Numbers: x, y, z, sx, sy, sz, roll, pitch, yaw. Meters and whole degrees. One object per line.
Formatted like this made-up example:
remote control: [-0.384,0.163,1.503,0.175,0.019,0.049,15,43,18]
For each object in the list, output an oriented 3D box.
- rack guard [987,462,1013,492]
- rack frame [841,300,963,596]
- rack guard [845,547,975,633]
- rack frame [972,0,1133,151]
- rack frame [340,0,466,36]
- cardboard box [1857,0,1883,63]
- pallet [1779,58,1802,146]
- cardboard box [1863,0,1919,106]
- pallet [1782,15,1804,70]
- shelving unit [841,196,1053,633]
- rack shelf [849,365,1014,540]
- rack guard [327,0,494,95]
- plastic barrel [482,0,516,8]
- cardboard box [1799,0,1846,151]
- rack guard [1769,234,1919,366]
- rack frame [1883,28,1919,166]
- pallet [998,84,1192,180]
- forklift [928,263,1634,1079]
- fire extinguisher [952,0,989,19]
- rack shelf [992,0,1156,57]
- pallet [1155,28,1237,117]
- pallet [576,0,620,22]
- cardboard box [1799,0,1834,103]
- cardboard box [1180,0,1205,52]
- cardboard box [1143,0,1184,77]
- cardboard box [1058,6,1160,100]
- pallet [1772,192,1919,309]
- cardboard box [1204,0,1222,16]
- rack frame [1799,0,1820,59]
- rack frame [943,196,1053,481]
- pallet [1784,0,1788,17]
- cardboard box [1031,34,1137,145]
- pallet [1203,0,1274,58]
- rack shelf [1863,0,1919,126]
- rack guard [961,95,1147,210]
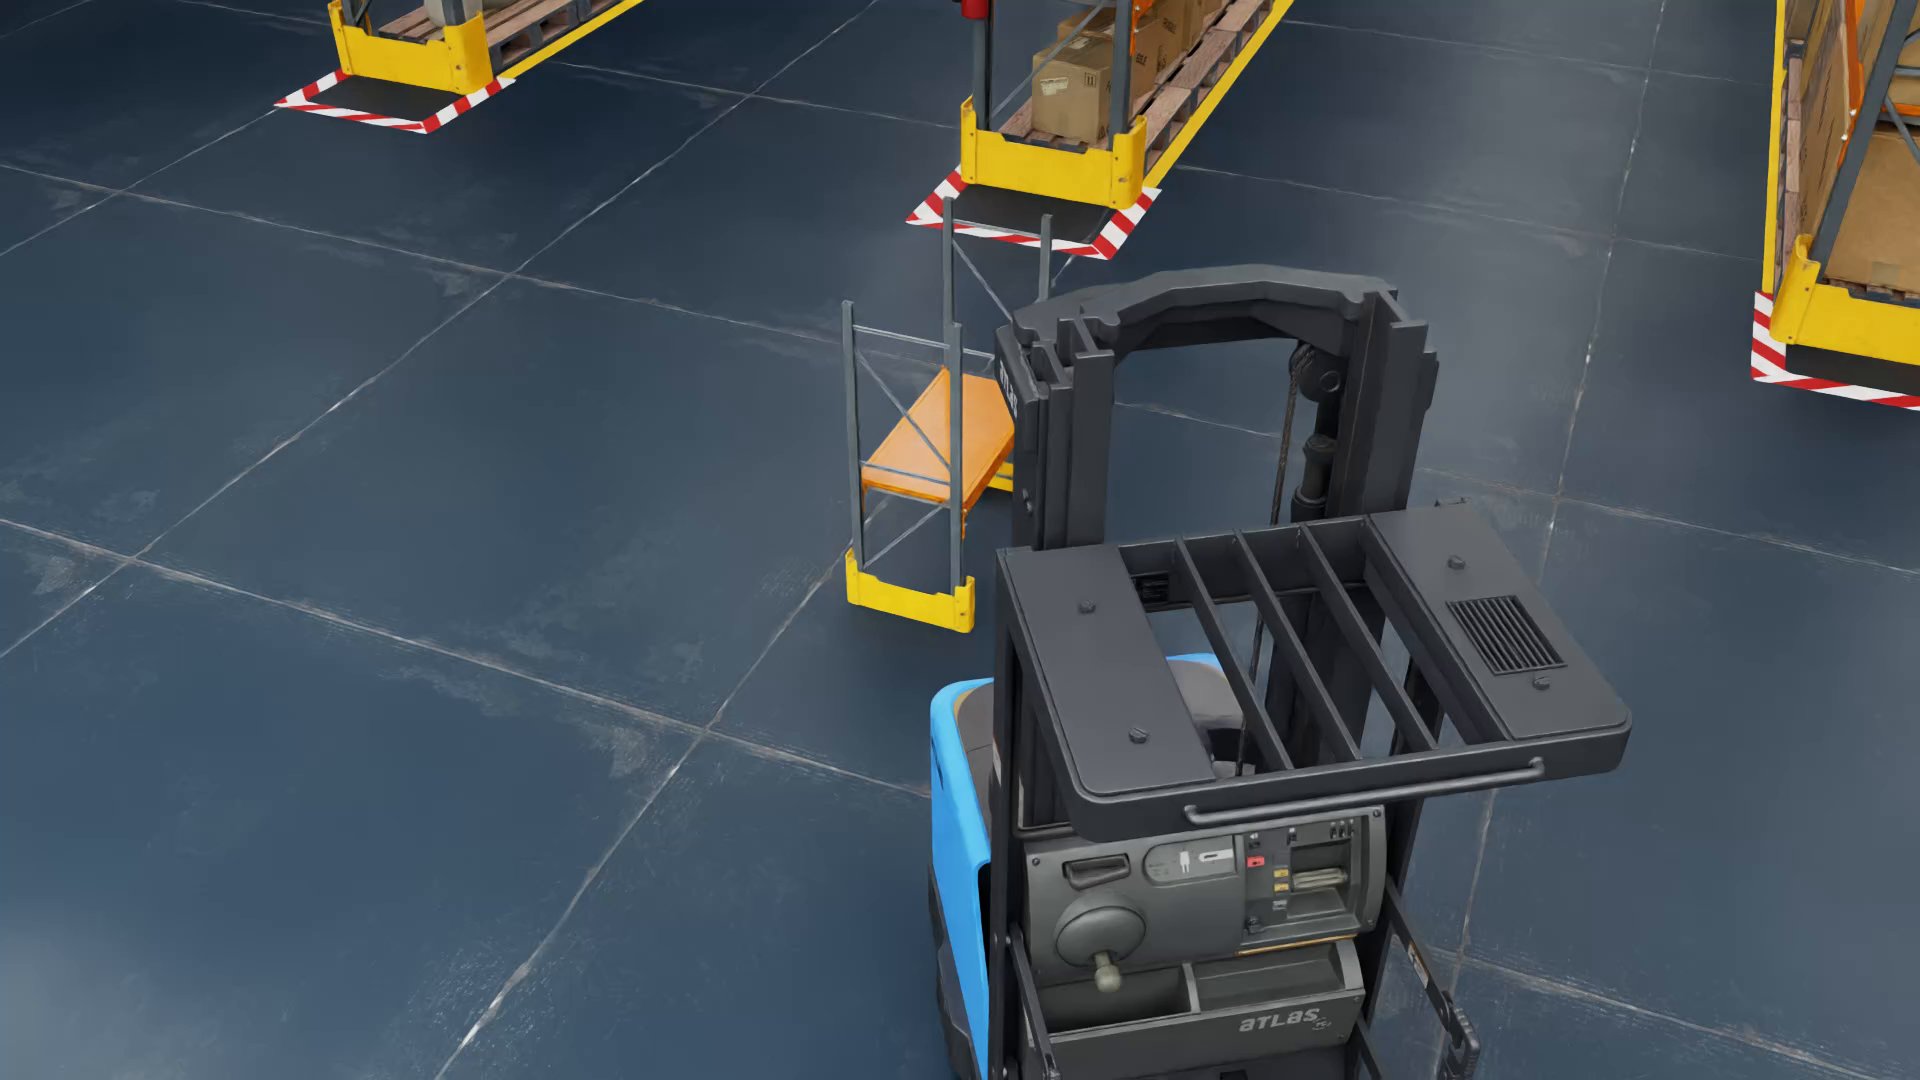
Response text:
rack guard: [0.160,-0.334,7.988,0.587,0.250,0.087,14,39,18]
rack frame: [-0.226,-0.272,6.861,0.500,1.500,0.032,14,39,18]
rack guard: [-0.218,0.218,7.250,0.587,0.250,0.087,14,39,18]
rack frame: [0.562,-3.472,9.890,1.000,3.000,0.127,14,39,18]
rack frame: [-4.018,-4.600,11.399,1.000,3.000,0.127,14,39,18]
cardboard box: [5.399,-2.872,8.961,0.875,0.550,0.550,14,39,18]
pallet: [6.271,-2.981,11.562,1.003,0.211,1.213,14,39,18]
cardboard box: [5.210,-2.562,8.547,0.875,0.550,0.550,14,39,18]
pallet: [6.857,-3.828,12.696,1.003,0.211,1.213,14,39,18]
shelving unit: [-0.029,-0.559,7.245,0.587,1.500,1.083,14,39,18]
rack shelf: [-0.032,-0.409,7.345,0.538,0.185,1.000,14,39,18]
rack guard: [-4.033,-3.652,12.218,1.175,0.500,0.348,14,39,18]
plastic barrel: [-3.647,-4.431,12.900,0.421,0.512,0.421,0,37,0]
cardboard box: [5.989,-2.986,10.663,0.875,0.875,0.875,14,39,18]
rack guard: [5.102,-1.272,9.034,1.175,0.500,0.348,14,39,18]
rack frame: [5.108,-2.287,8.304,0.949,2.616,0.053,14,39,18]
pallet: [0.933,-2.839,11.372,1.003,0.211,1.213,14,39,18]
forklift: [0.665,0.963,4.014,1.130,2.935,3.031,-6,37,-8]
fire extinguisher: [0.093,-3.483,9.969,0.296,0.674,0.183,14,39,18]
rack shelf: [1.323,-4.291,11.587,1.077,0.370,4.000,14,39,18]
pallet: [1.399,-3.512,12.272,1.003,0.211,1.213,14,39,18]
pallet: [-3.253,-4.658,13.805,1.003,0.211,1.213,14,39,18]
cardboard box: [6.329,-3.486,11.332,0.875,0.875,0.875,14,39,18]
cardboard box: [1.521,-3.961,12.281,0.500,0.500,0.500,11,38,14]
cardboard box: [1.267,-3.662,11.881,0.500,0.500,0.500,18,40,22]
cardboard box: [1.011,-3.320,11.423,0.500,0.500,0.500,25,43,29]
pallet: [5.343,-1.630,9.754,1.003,0.211,1.213,14,39,18]
cardboard box: [1.684,-4.323,12.765,0.500,0.500,0.500,27,45,32]
rack frame: [6.633,-4.501,11.266,1.000,3.000,0.127,14,39,18]
rack frame: [0.161,-0.835,7.614,0.500,1.500,0.032,14,39,18]
pallet: [7.319,-4.506,13.602,1.003,0.211,1.213,14,39,18]
cardboard box: [0.816,-2.981,10.970,0.500,0.500,0.500,21,42,26]
pallet: [1.862,-4.190,13.179,1.003,0.211,1.213,14,39,18]
rack shelf: [5.872,-3.184,9.942,0.919,0.124,3.809,14,39,18]
rack guard: [0.591,-2.513,10.694,1.175,0.500,0.348,14,39,18]
